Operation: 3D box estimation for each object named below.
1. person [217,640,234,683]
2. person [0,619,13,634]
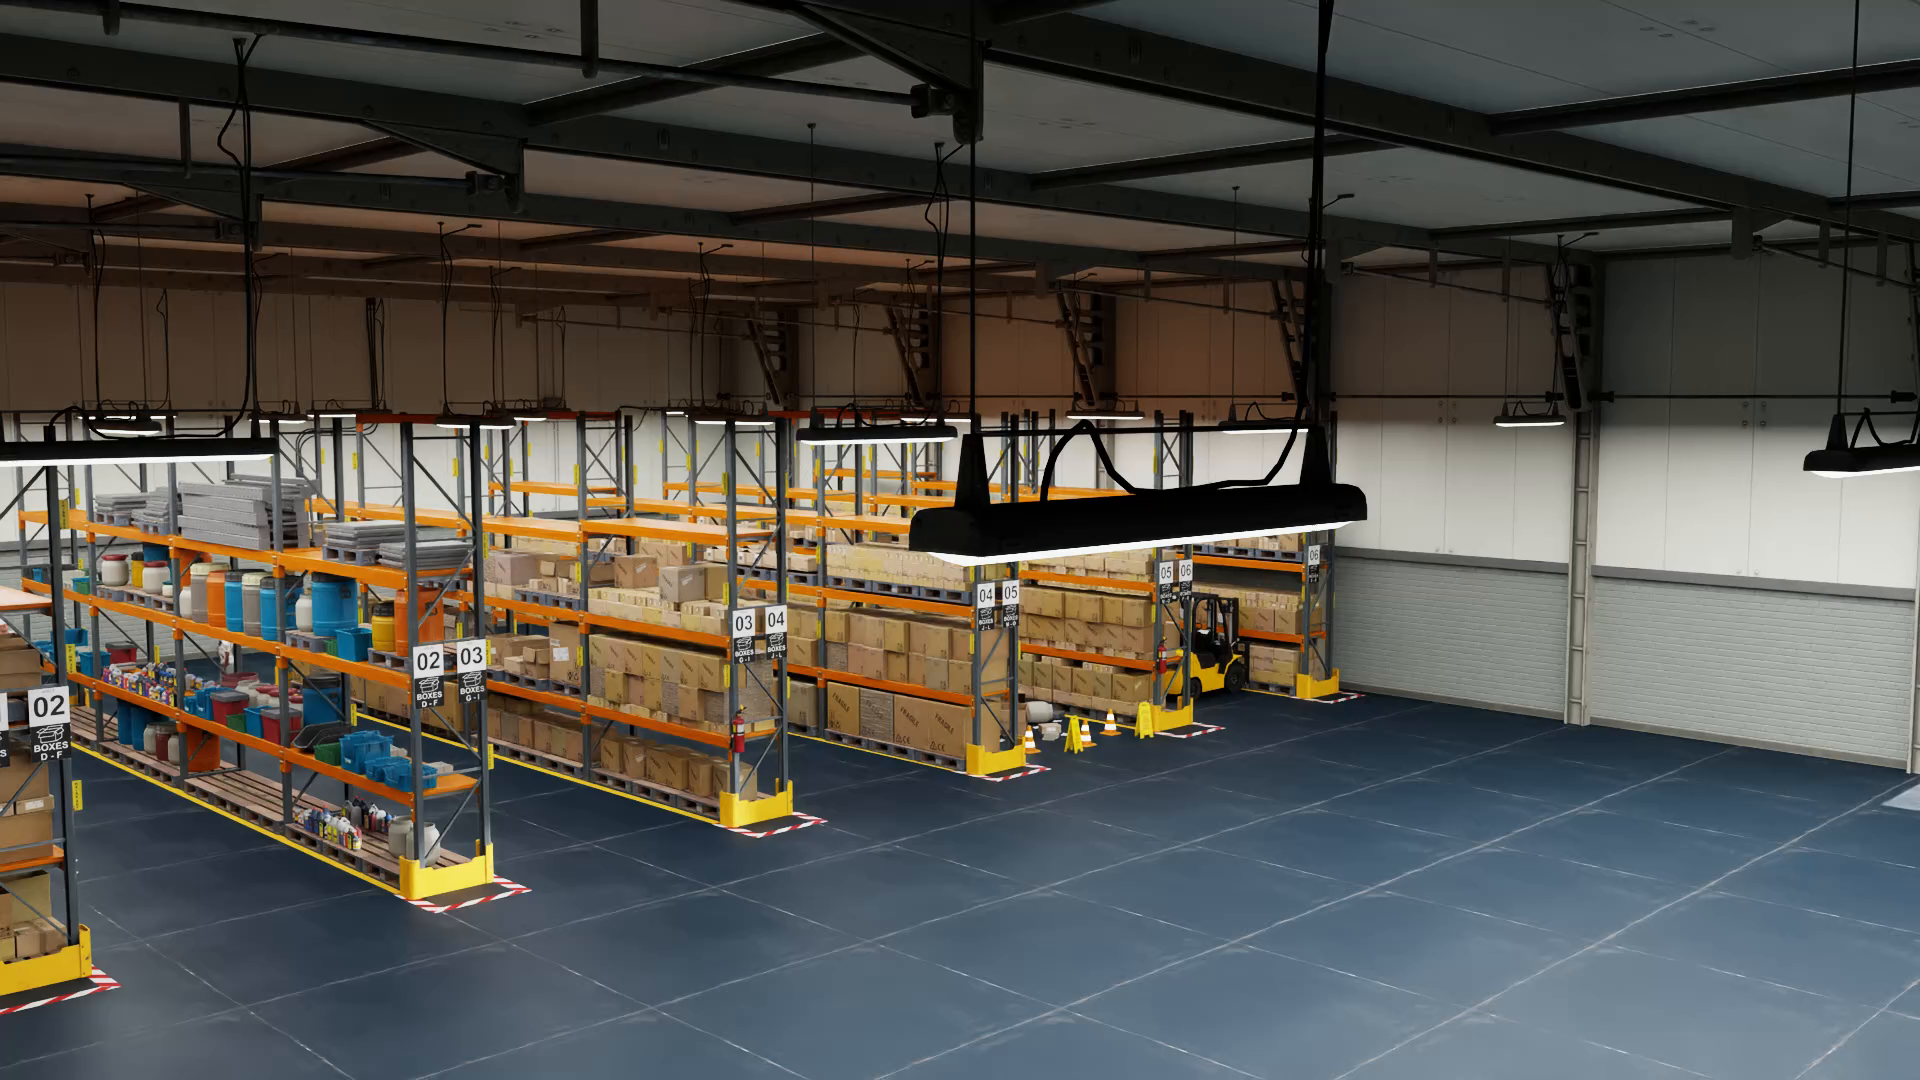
[{"bbox_3d":[-14.928,2.546,34.007,0.717,1.657,0.502,-2,6,-26],"label":"person"},{"bbox_3d":[-19.700,2.475,34.273,0.495,1.728,1.136,-1,5,-13],"label":"person"}]
